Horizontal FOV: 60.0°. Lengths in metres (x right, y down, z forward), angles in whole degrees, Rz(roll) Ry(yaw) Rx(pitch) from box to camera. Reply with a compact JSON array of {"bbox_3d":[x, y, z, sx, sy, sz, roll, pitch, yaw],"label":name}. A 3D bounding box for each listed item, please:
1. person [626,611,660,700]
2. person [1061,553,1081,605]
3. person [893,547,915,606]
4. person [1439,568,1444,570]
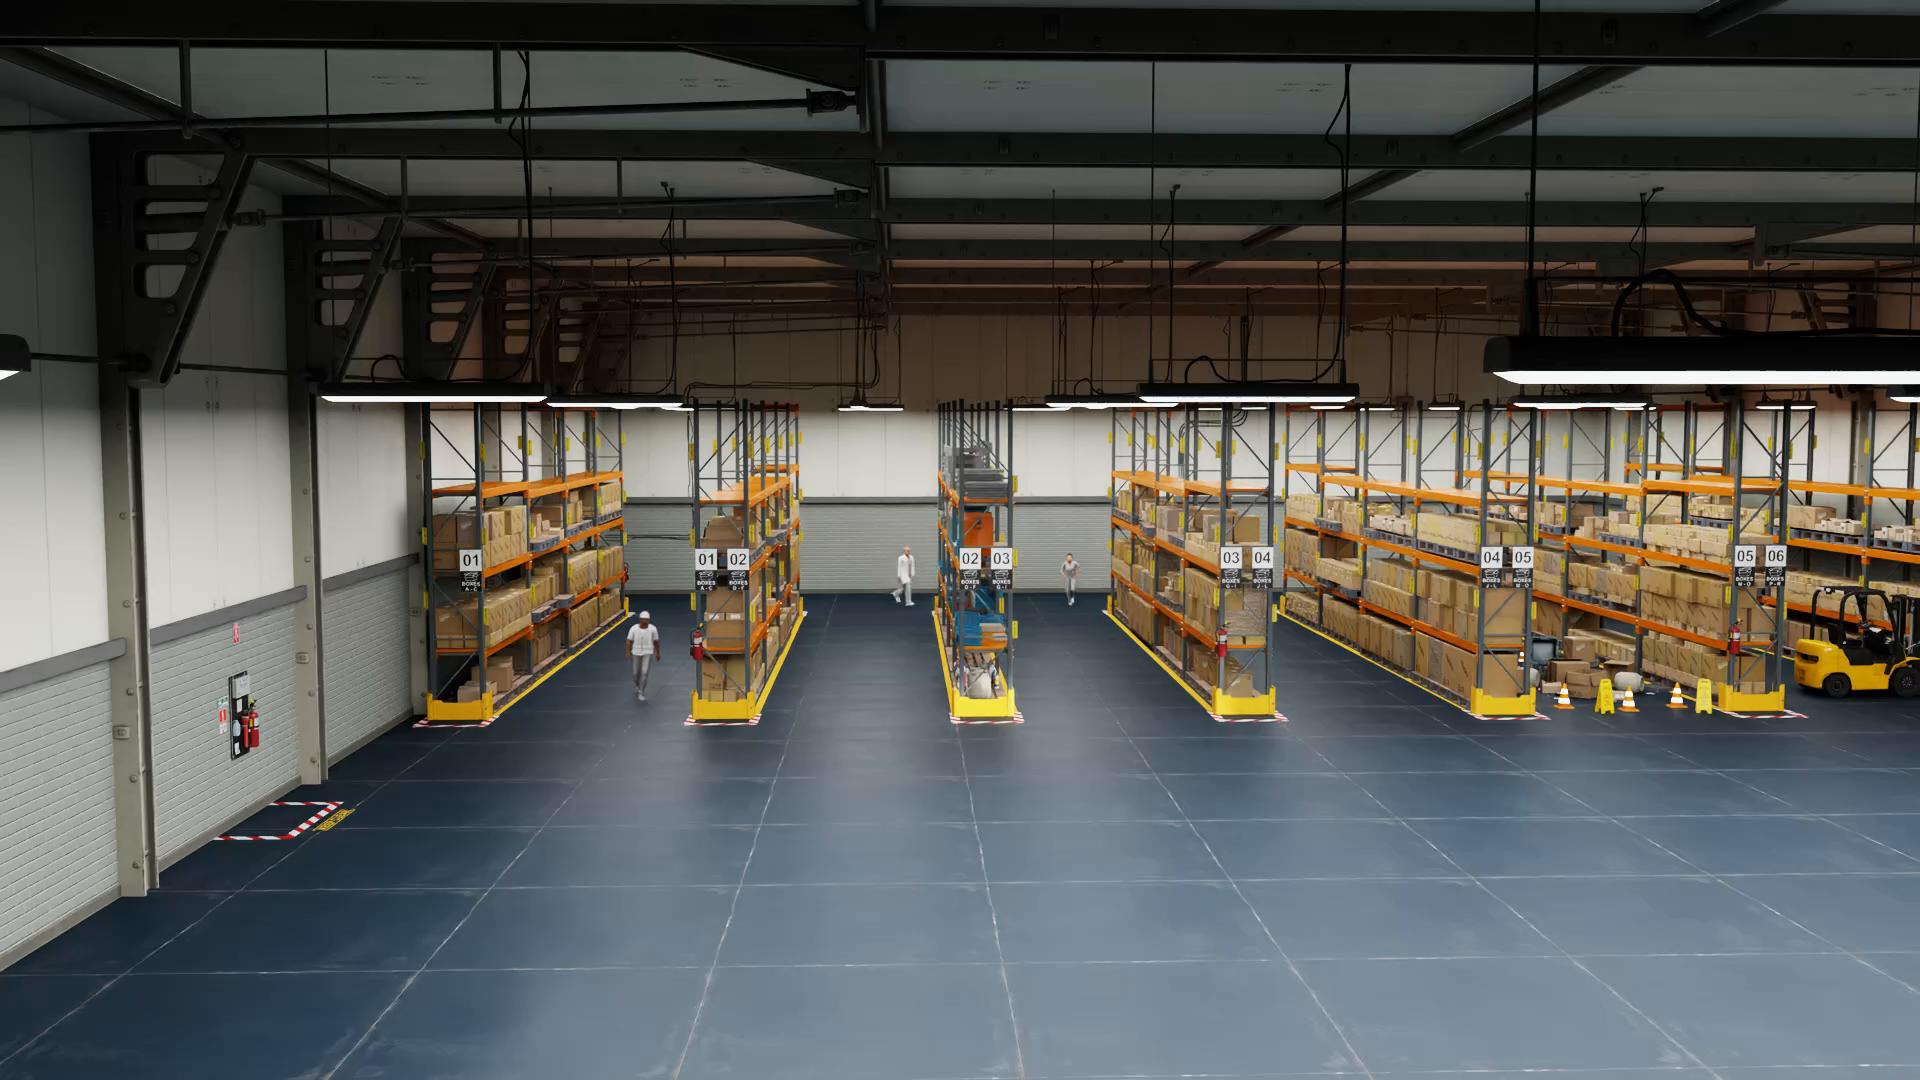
[{"bbox_3d":[-6.408,2.319,33.598,0.665,1.765,0.773,-1,4,-7],"label":"person"},{"bbox_3d":[3.309,1.171,49.617,0.596,1.579,0.695,1,4,8],"label":"person"},{"bbox_3d":[-1.656,1.070,49.709,0.982,1.742,0.569,3,5,37],"label":"person"},{"bbox_3d":[12.648,1.584,43.720,0.523,1.679,0.438,-3,5,-33],"label":"person"}]
